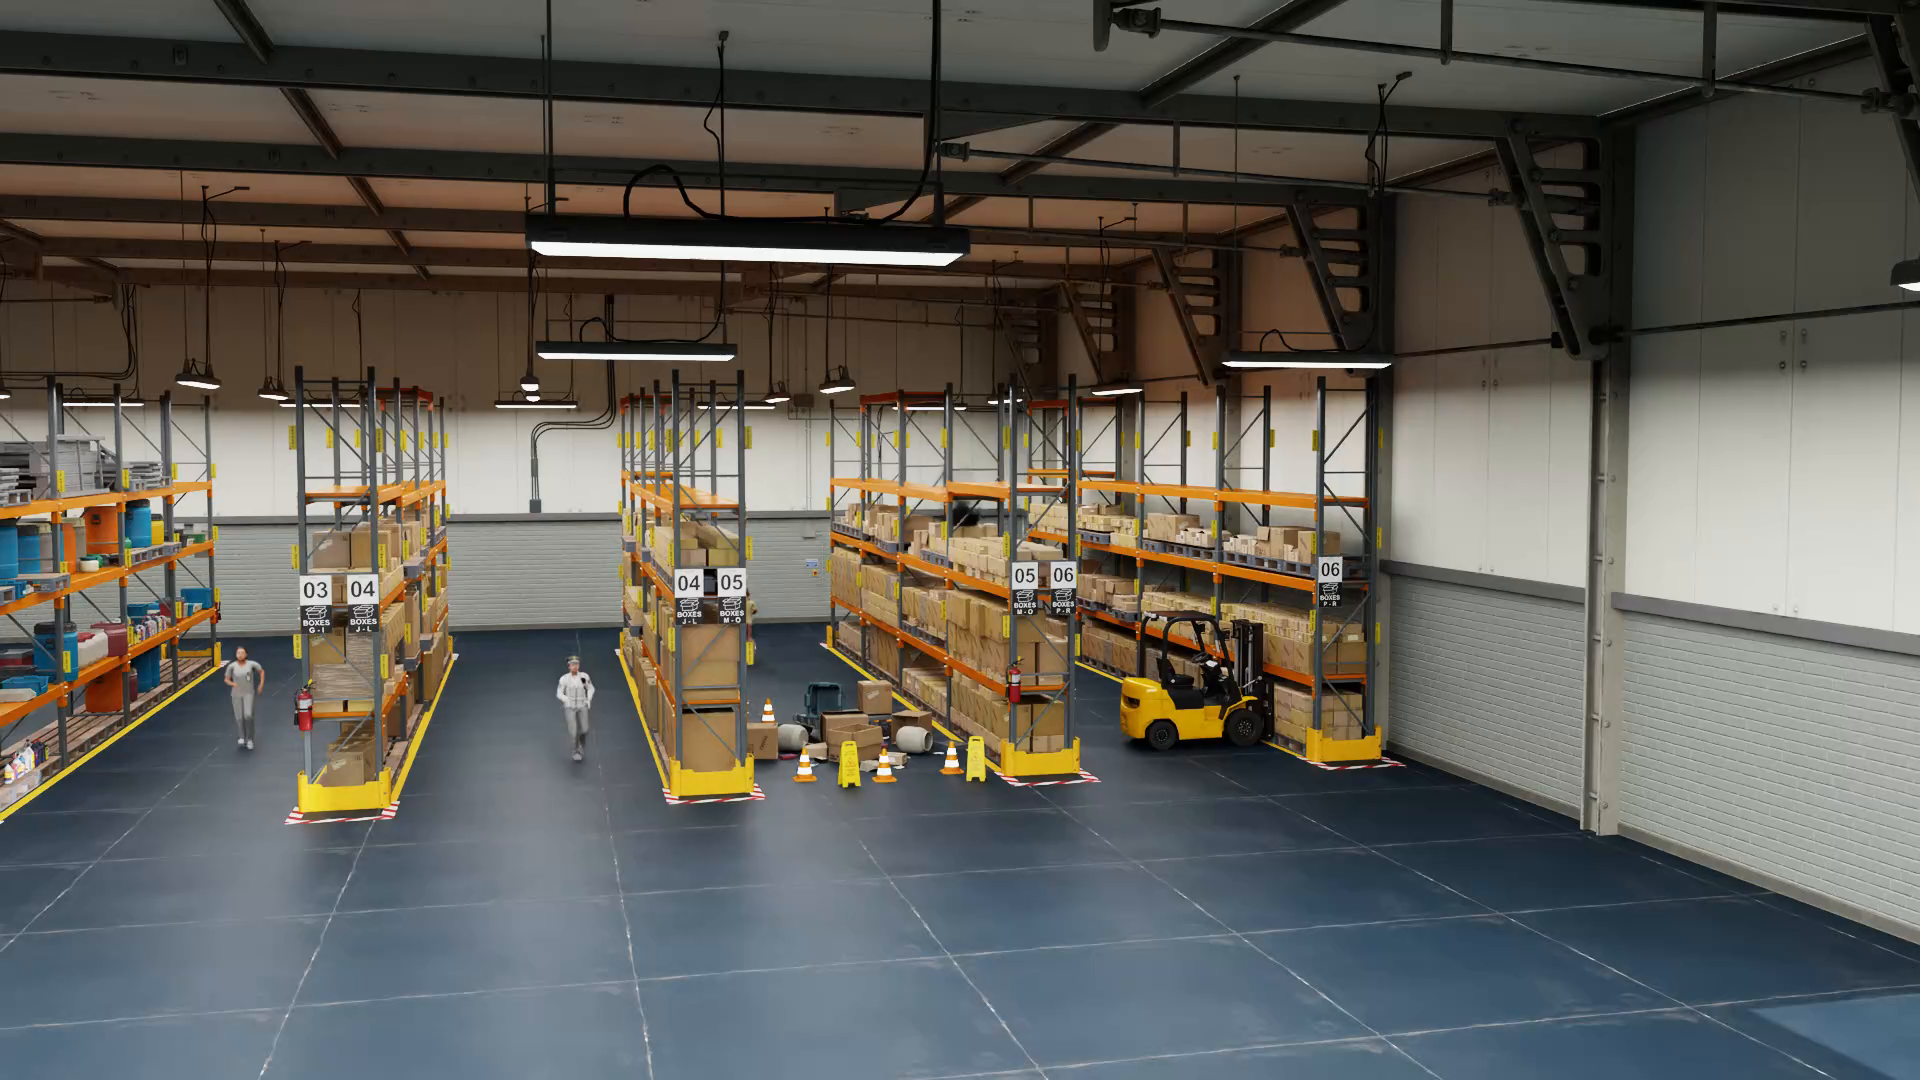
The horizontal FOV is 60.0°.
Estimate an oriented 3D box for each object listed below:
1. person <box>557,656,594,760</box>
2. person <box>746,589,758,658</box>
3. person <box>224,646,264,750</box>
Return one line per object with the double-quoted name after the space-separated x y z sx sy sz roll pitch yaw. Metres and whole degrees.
-5.972 2.627 25.917 0.589 1.640 0.528 -1 4 -19 "person"
-4.851 1.927 37.699 0.584 1.641 0.772 -2 4 -31 "person"
-11.636 2.572 27.037 0.580 1.719 0.715 -1 4 -17 "person"
